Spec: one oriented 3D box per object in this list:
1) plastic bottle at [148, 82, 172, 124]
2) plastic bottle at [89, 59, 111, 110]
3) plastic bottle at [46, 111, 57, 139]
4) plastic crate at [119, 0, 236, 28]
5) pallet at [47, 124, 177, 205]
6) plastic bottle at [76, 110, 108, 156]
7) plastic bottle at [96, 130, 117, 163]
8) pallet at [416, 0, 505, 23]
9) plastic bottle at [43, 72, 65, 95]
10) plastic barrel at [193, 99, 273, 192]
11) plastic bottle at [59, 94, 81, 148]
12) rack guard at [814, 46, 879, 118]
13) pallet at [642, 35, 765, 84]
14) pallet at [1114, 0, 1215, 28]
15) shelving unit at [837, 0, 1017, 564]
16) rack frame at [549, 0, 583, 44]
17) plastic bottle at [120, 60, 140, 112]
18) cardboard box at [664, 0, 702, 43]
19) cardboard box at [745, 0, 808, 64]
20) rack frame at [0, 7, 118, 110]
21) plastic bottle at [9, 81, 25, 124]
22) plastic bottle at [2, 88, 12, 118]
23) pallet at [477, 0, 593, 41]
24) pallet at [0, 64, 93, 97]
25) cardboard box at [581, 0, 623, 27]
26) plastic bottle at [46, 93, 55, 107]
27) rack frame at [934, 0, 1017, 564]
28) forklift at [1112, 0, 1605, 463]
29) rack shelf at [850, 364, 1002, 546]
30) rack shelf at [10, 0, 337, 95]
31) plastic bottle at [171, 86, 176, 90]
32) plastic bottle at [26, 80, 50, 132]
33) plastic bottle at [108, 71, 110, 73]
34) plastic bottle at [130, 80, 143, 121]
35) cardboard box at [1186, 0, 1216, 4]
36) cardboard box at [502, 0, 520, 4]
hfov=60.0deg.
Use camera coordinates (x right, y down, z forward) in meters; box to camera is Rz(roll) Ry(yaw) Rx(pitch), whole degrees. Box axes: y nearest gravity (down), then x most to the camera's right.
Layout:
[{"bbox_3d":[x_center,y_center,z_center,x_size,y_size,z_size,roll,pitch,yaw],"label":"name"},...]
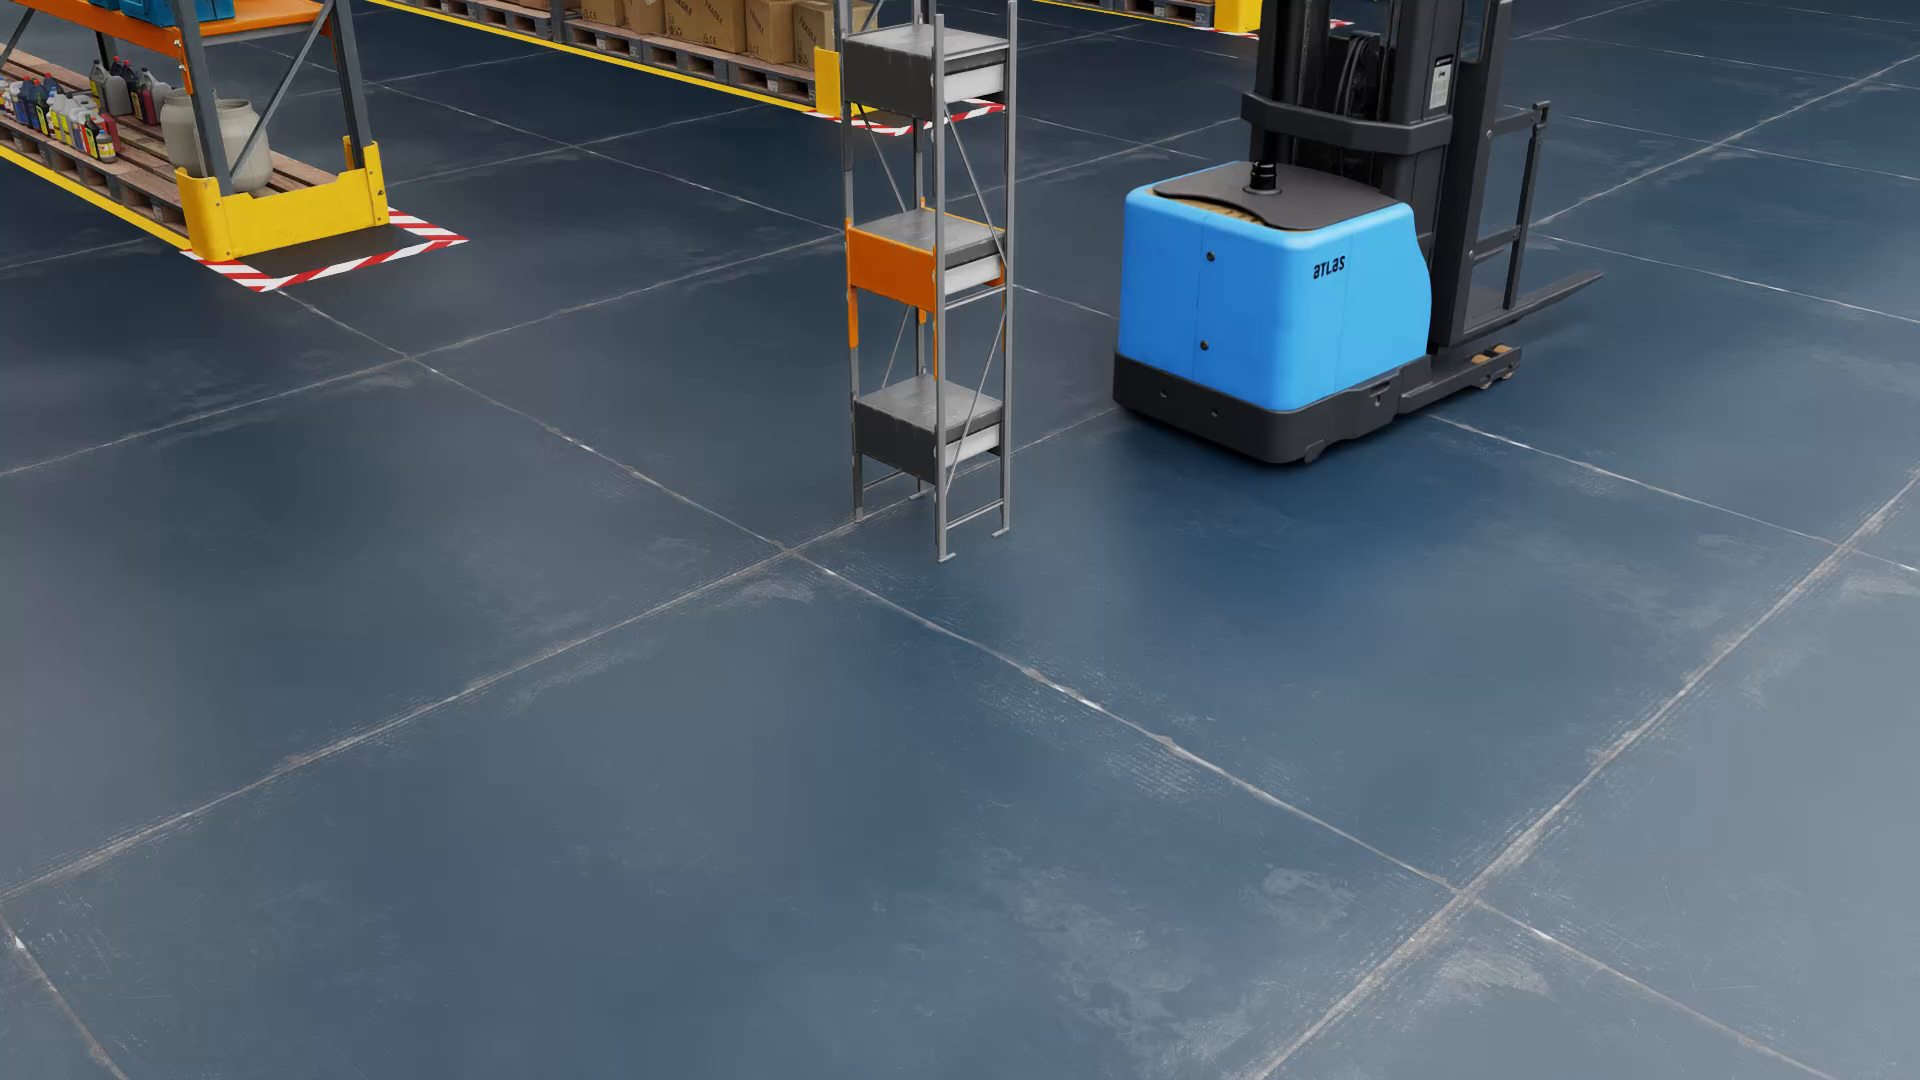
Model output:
[{"bbox_3d":[-5.767,-3.166,12.001,0.152,0.276,0.135,-25,36,-38],"label":"plastic bottle"},{"bbox_3d":[-6.348,-3.373,12.316,0.185,0.351,0.144,25,36,38],"label":"plastic bottle"},{"bbox_3d":[-6.304,-2.907,11.589,0.097,0.201,0.097,0,28,0],"label":"plastic bottle"},{"bbox_3d":[-4.623,-3.206,9.785,0.616,0.251,0.499,25,36,38],"label":"plastic crate"},{"bbox_3d":[-5.584,-2.648,11.559,1.213,0.211,1.003,25,36,38],"label":"pallet"},{"bbox_3d":[-5.833,-2.743,11.197,0.135,0.276,0.152,25,37,39],"label":"plastic bottle"},{"bbox_3d":[-5.673,-2.618,11.040,0.097,0.201,0.097,0,28,0],"label":"plastic bottle"},{"bbox_3d":[-4.866,-5.575,17.125,1.213,0.211,1.003,25,36,38],"label":"pallet"},{"bbox_3d":[-6.523,-3.182,11.953,0.185,0.351,0.144,25,36,38],"label":"plastic bottle"},{"bbox_3d":[-4.579,-2.482,10.470,0.421,0.512,0.421,0,28,0],"label":"plastic barrel"},{"bbox_3d":[-6.053,-2.874,11.366,0.144,0.351,0.185,-24,36,-37],"label":"plastic bottle"},{"bbox_3d":[-0.638,-3.770,13.383,0.348,0.500,1.175,25,36,38],"label":"rack guard"},{"bbox_3d":[-2.058,-4.317,14.734,1.213,0.211,1.003,25,36,38],"label":"pallet"},{"bbox_3d":[2.341,-5.466,16.918,1.213,0.211,1.003,25,36,38],"label":"pallet"},{"bbox_3d":[-0.118,-0.983,6.364,0.503,2.100,0.431,25,36,38],"label":"shelving unit"},{"bbox_3d":[-3.436,-6.157,15.237,0.127,3.000,1.000,25,36,38],"label":"rack frame"},{"bbox_3d":[-6.110,-3.359,12.288,0.185,0.351,0.144,22,35,36],"label":"plastic bottle"},{"bbox_3d":[-2.267,-4.732,14.761,0.500,0.500,0.500,21,34,34],"label":"cardboard box"},{"bbox_3d":[-1.467,-4.324,13.986,0.500,0.500,0.500,-15,31,-27],"label":"cardboard box"},{"bbox_3d":[-6.908,-4.513,12.111,0.127,3.000,1.000,25,36,38],"label":"rack frame"},{"bbox_3d":[-6.739,-3.157,11.984,0.152,0.276,0.135,-24,36,-37],"label":"plastic bottle"},{"bbox_3d":[-6.916,-3.187,12.122,0.097,0.201,0.097,0,28,0],"label":"plastic bottle"},{"bbox_3d":[-3.992,-5.176,16.368,1.213,0.211,1.003,25,36,38],"label":"pallet"},{"bbox_3d":[-7.495,-3.523,13.222,1.213,0.211,1.003,25,36,38],"label":"pallet"},{"bbox_3d":[-3.179,-5.093,15.447,0.500,0.500,0.500,23,36,37],"label":"cardboard box"},{"bbox_3d":[-6.358,-3.002,11.696,0.097,0.271,0.097,0,28,0],"label":"plastic bottle"},{"bbox_3d":[0.056,-0.904,6.213,0.015,2.100,0.400,25,36,38],"label":"rack frame"},{"bbox_3d":[2.155,-2.198,7.782,3.031,2.935,1.130,-23,35,-36],"label":"forklift"},{"bbox_3d":[-0.118,-0.352,6.696,0.480,0.518,0.431,25,36,38],"label":"rack shelf"},{"bbox_3d":[-5.482,-3.542,11.037,4.000,0.370,1.077,25,36,38],"label":"rack shelf"},{"bbox_3d":[-5.591,-3.101,11.883,0.097,0.271,0.097,0,28,0],"label":"plastic bottle"},{"bbox_3d":[-6.489,-3.073,11.745,0.185,0.351,0.144,23,35,36],"label":"plastic bottle"},{"bbox_3d":[-6.431,-3.455,12.631,0.097,0.201,0.097,0,28,0],"label":"plastic bottle"},{"bbox_3d":[-5.933,-3.181,12.022,0.133,0.283,0.061,25,36,38],"label":"plastic bottle"},{"bbox_3d":[2.436,-5.910,16.598,0.875,0.875,0.875,25,37,39],"label":"cardboard box"},{"bbox_3d":[-4.185,-5.615,16.418,0.500,0.500,0.700,24,36,38],"label":"cardboard box"}]
